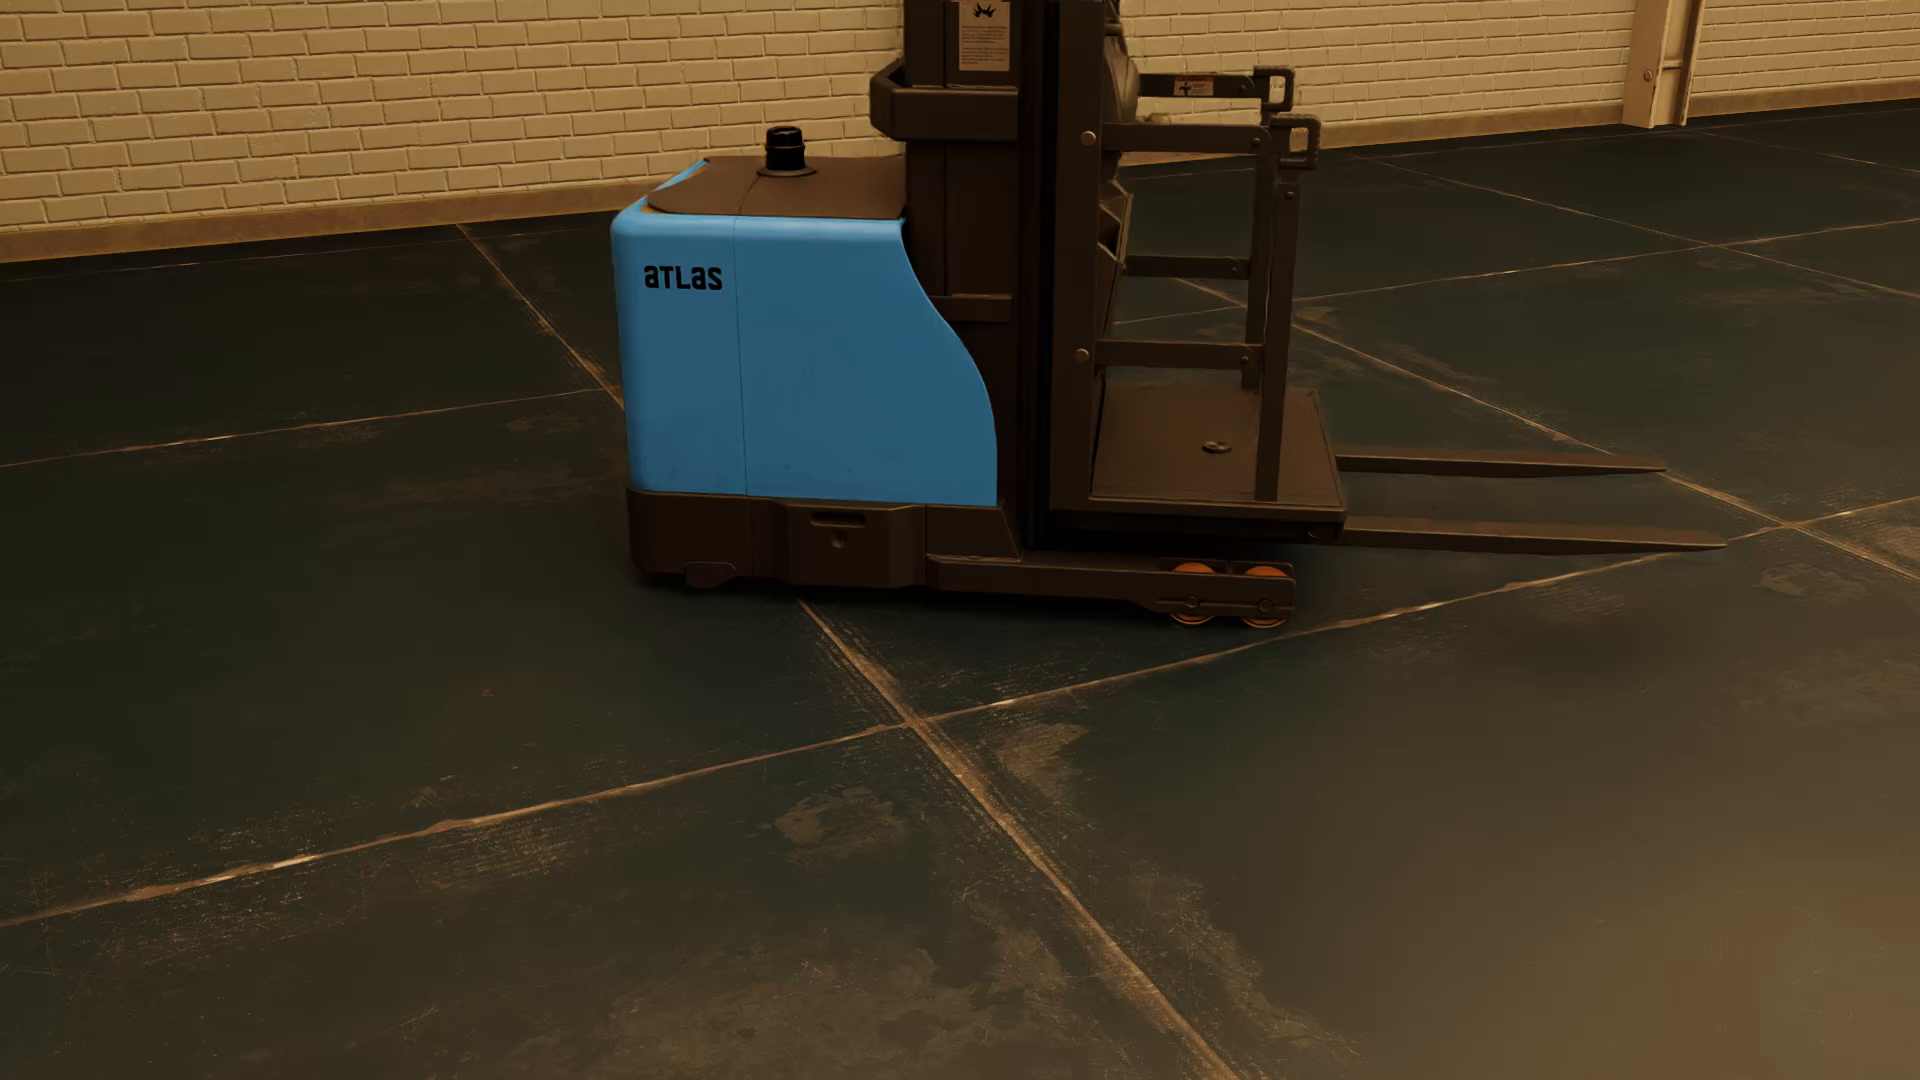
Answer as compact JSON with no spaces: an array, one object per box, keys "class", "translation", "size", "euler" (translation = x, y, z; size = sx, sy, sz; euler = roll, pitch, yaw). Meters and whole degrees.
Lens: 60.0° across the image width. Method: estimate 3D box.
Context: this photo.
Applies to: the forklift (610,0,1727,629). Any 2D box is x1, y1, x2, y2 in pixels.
[{"class":"forklift","translation":[0.610,-1.329,4.485],"size":[3.031,2.935,1.130],"euler":[3,23,6]}]
